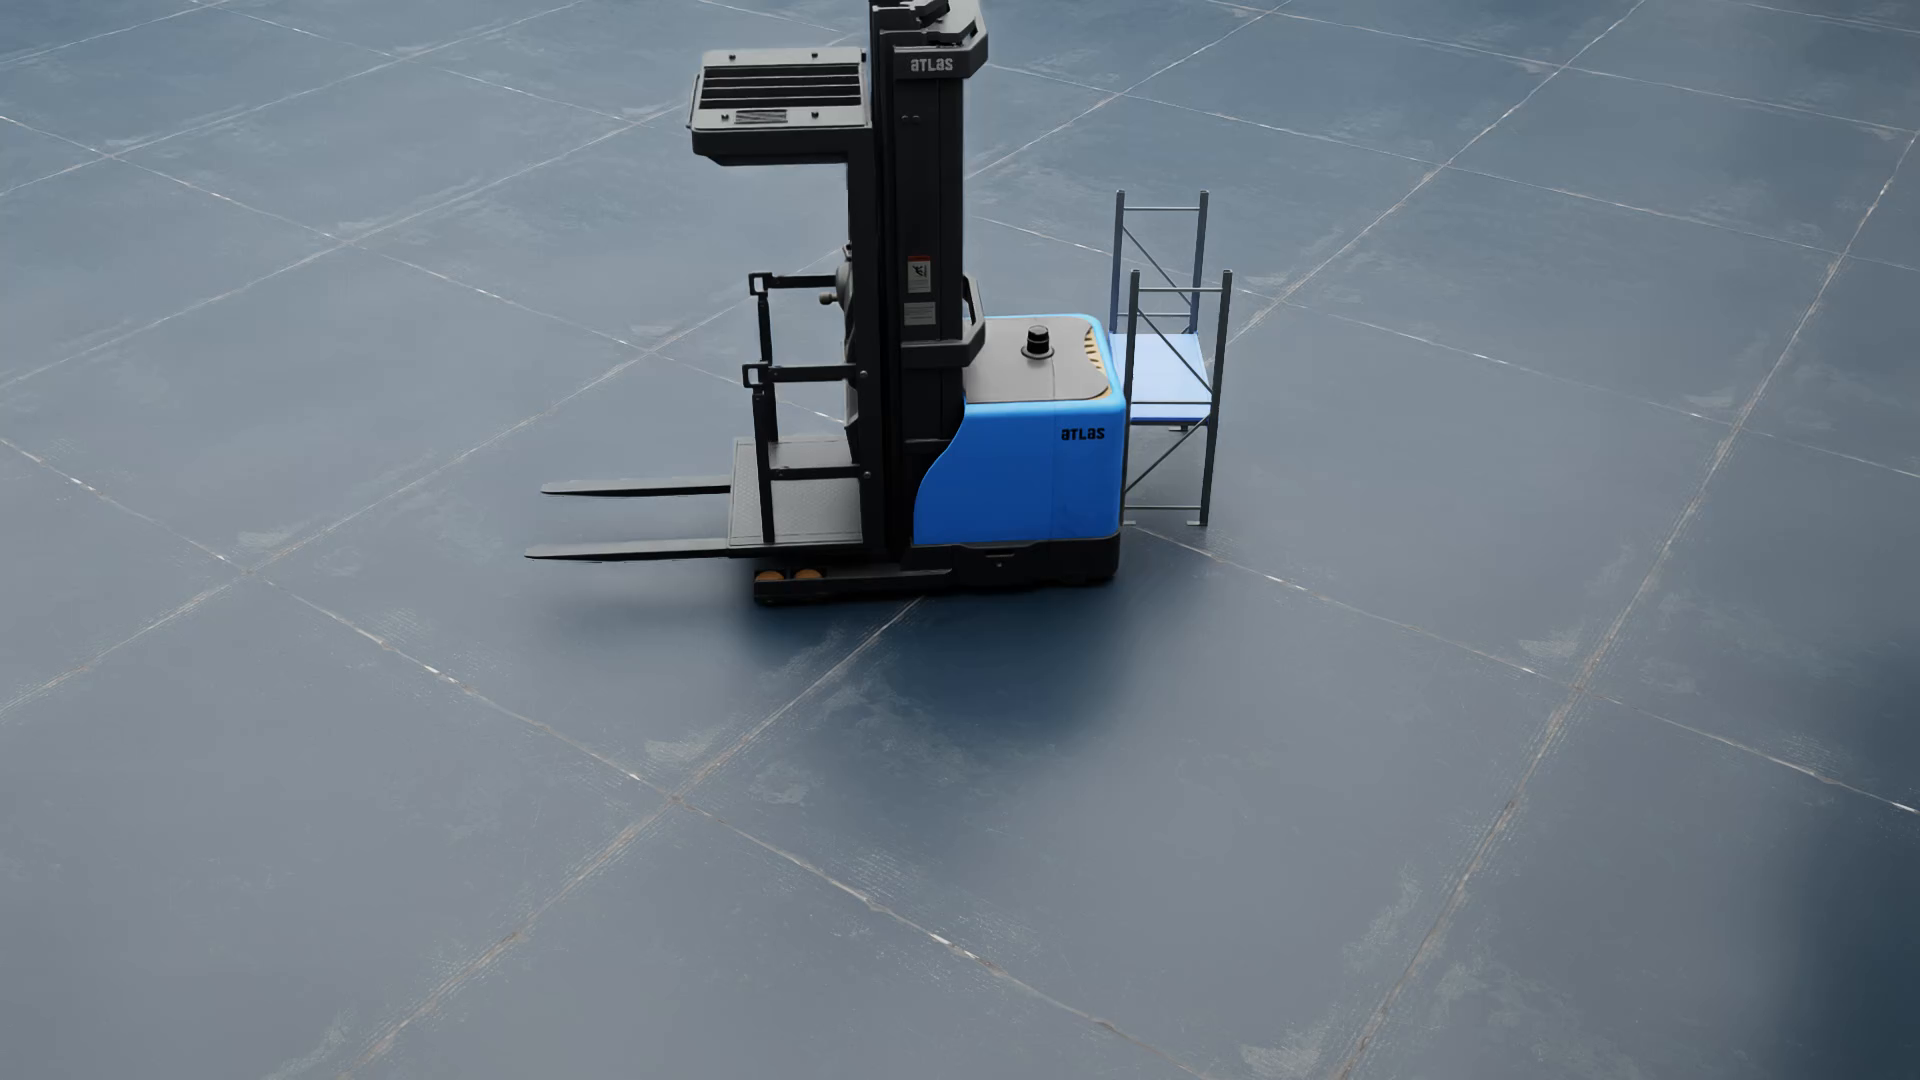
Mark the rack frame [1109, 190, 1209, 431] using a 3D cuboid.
[{"bbox_3d":[1.104,-1.279,9.478,0.500,1.500,0.032,0,34,0],"label":"rack frame"}]

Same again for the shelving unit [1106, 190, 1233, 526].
[{"bbox_3d":[1.100,-0.994,9.057,0.538,1.500,1.048,0,34,0],"label":"shelving unit"}]

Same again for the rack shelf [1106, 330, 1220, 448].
[{"bbox_3d":[1.100,-0.845,9.157,0.538,0.185,1.000,0,34,0],"label":"rack shelf"}]

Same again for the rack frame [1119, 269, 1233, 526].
[{"bbox_3d":[1.096,-0.709,8.636,0.500,1.500,0.032,0,34,0],"label":"rack frame"}]

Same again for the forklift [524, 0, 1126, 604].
[{"bbox_3d":[-0.721,-1.198,8.080,3.031,2.935,1.130,-2,34,-4],"label":"forklift"}]
